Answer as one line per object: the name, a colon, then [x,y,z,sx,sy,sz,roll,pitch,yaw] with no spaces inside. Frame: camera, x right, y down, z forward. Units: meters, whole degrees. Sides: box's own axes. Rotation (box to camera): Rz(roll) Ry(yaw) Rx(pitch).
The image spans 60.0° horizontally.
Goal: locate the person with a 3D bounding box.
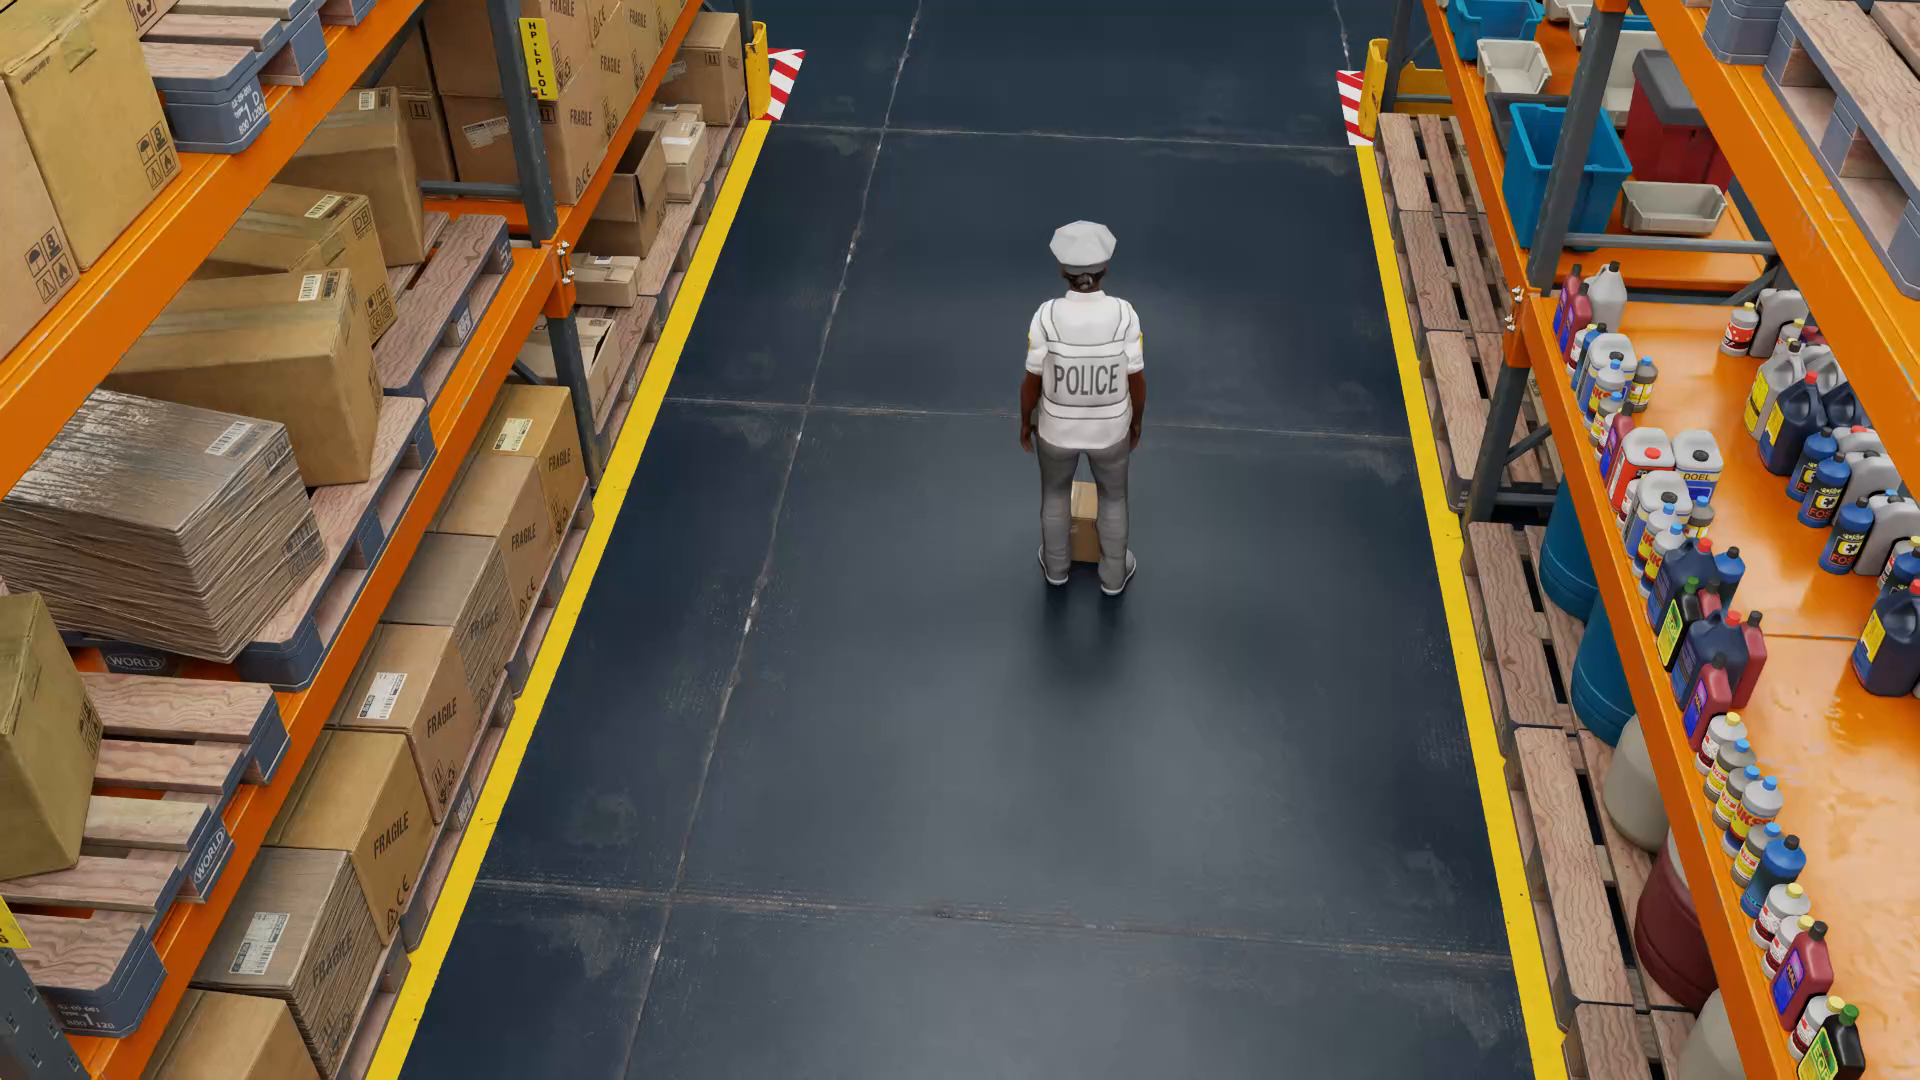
person: [0.504,-0.476,6.717,0.530,1.660,0.428,1,40,1]
